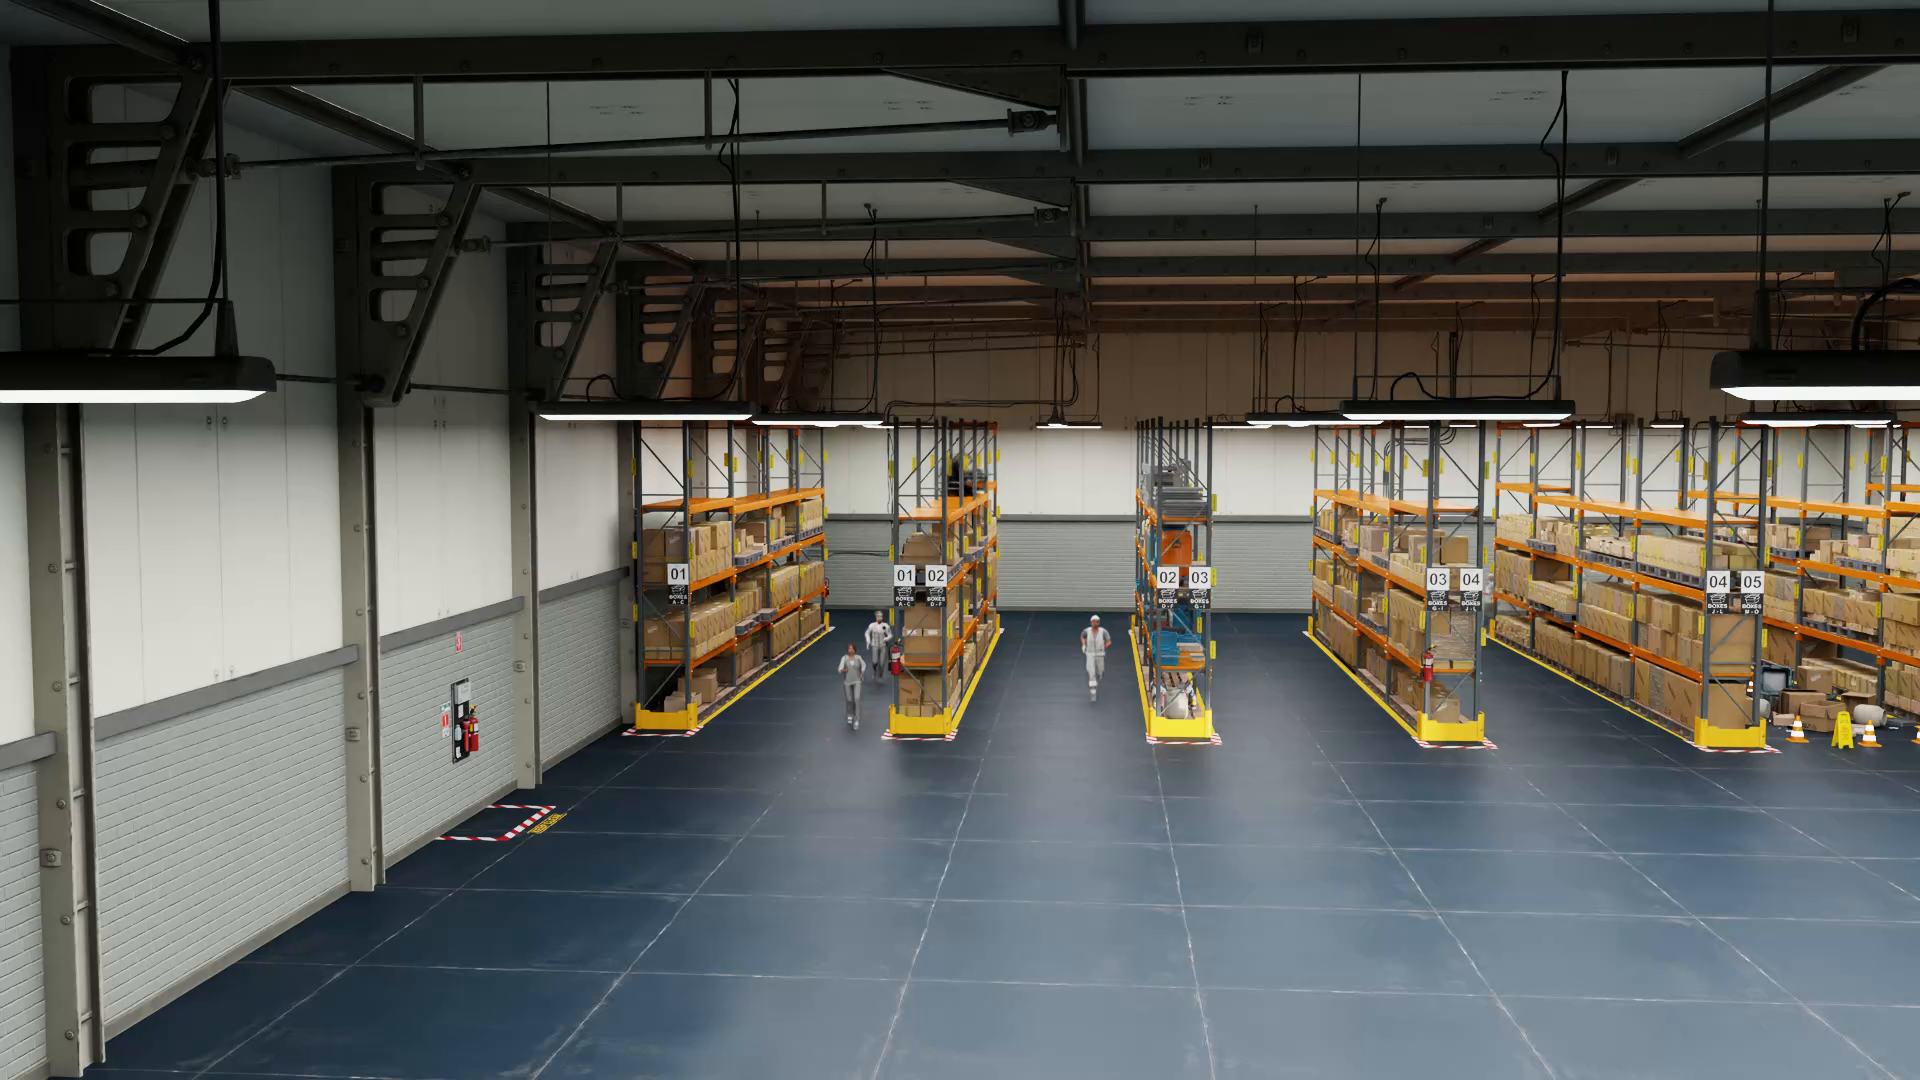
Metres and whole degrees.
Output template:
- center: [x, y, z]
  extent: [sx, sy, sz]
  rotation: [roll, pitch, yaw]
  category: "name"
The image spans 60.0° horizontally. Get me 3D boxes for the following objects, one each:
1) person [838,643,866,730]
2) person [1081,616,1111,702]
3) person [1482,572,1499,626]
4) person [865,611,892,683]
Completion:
- center: [-2.090, 2.793, 32.097]
  extent: [0.531, 1.616, 0.756]
  rotation: [0, 4, -2]
  category: "person"
- center: [2.926, 2.506, 35.685]
  extent: [0.623, 1.790, 1.172]
  rotation: [0, 4, -1]
  category: "person"
- center: [15.075, 1.738, 47.309]
  extent: [0.976, 1.723, 0.689]
  rotation: [0, 4, 6]
  category: "person"
- center: [-1.850, 2.425, 37.715]
  extent: [0.593, 1.656, 0.561]
  rotation: [0, 4, -4]
  category: "person"
